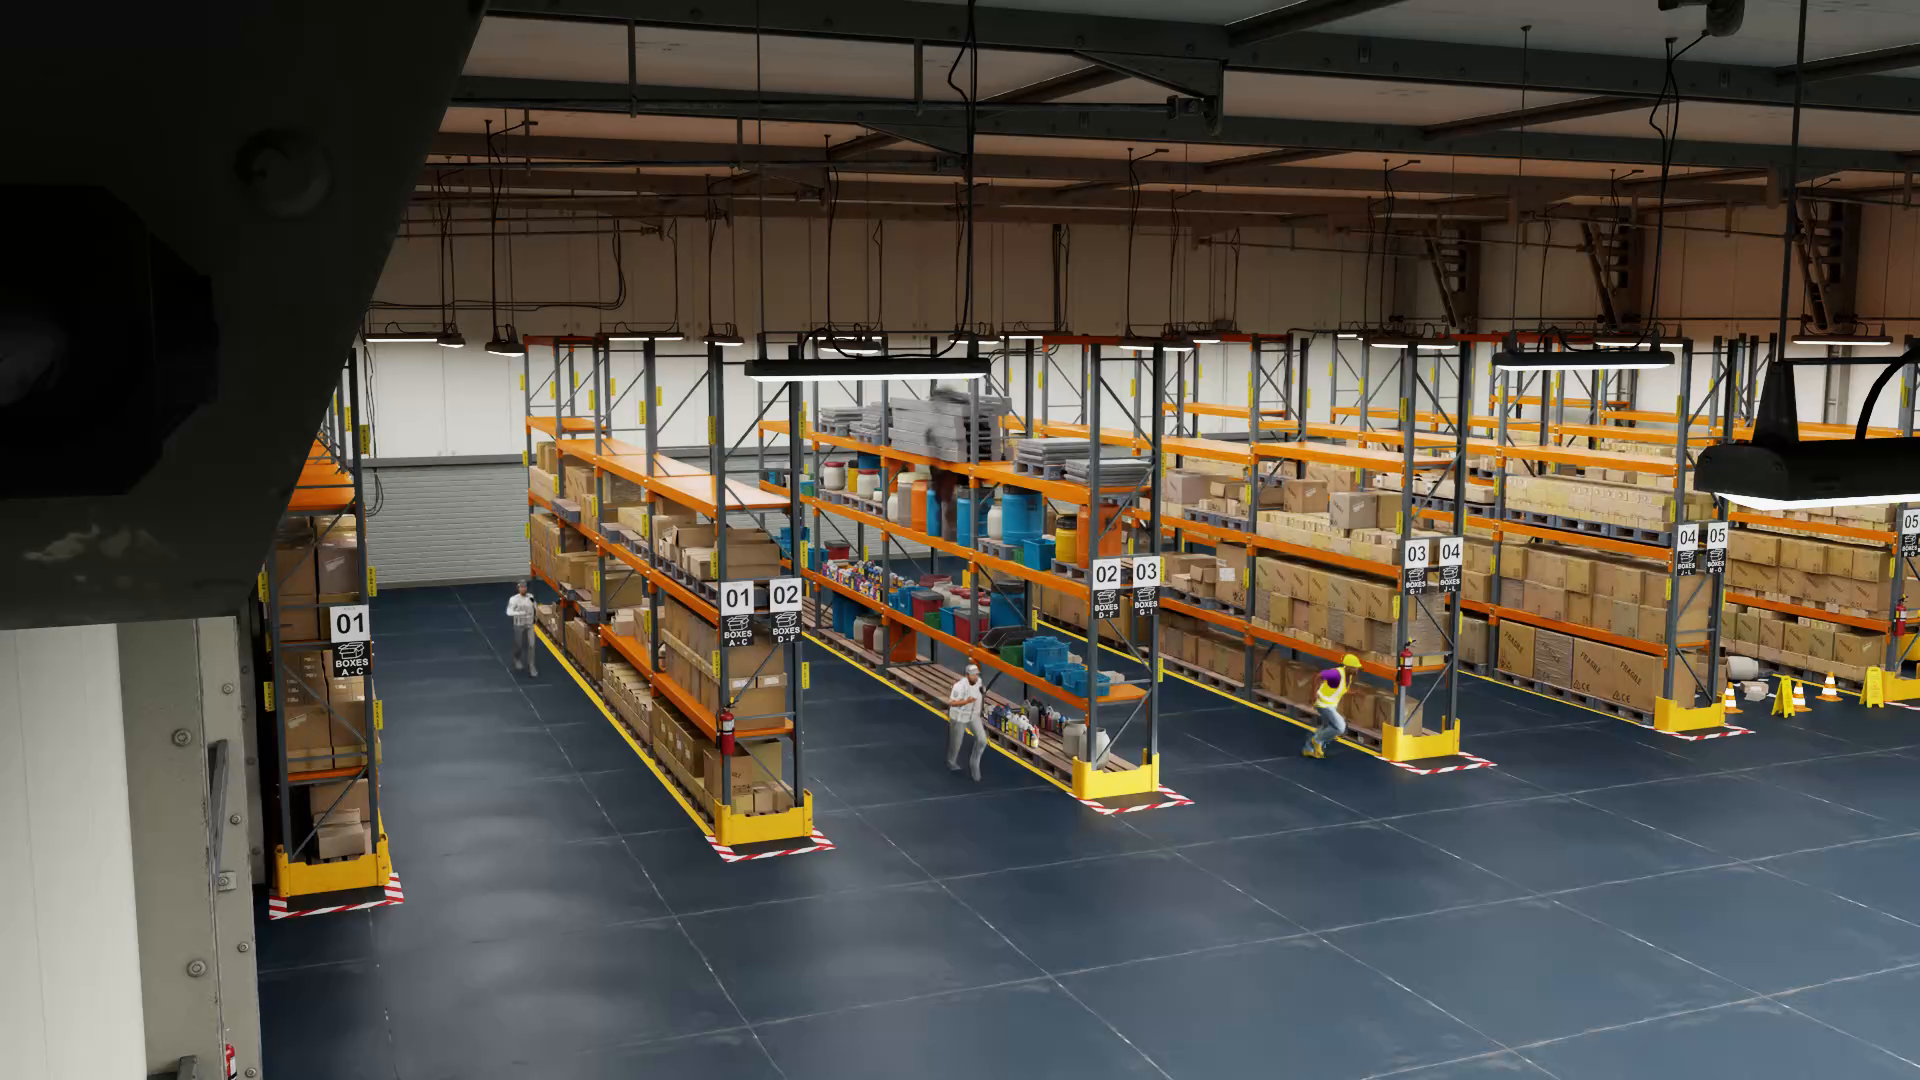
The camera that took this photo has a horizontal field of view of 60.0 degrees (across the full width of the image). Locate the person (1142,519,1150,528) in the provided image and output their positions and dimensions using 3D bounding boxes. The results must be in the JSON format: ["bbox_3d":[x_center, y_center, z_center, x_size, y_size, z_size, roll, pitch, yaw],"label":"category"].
[{"bbox_3d":[4.685,-0.023,41.479,0.828,1.728,0.657,-2,8,-12],"label":"person"}]

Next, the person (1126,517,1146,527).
[{"bbox_3d":[4.221,0.021,41.115,0.546,1.699,0.705,-6,10,-38],"label":"person"}]

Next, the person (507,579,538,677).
[{"bbox_3d":[-7.781,1.535,29.661,0.606,1.717,0.874,-4,9,-30],"label":"person"}]

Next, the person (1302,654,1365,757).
[{"bbox_3d":[5.303,2.389,23.755,0.897,1.579,0.740,6,10,37],"label":"person"}]

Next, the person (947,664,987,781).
[{"bbox_3d":[0.071,2.485,22.947,0.593,1.642,0.892,-3,8,-25],"label":"person"}]
